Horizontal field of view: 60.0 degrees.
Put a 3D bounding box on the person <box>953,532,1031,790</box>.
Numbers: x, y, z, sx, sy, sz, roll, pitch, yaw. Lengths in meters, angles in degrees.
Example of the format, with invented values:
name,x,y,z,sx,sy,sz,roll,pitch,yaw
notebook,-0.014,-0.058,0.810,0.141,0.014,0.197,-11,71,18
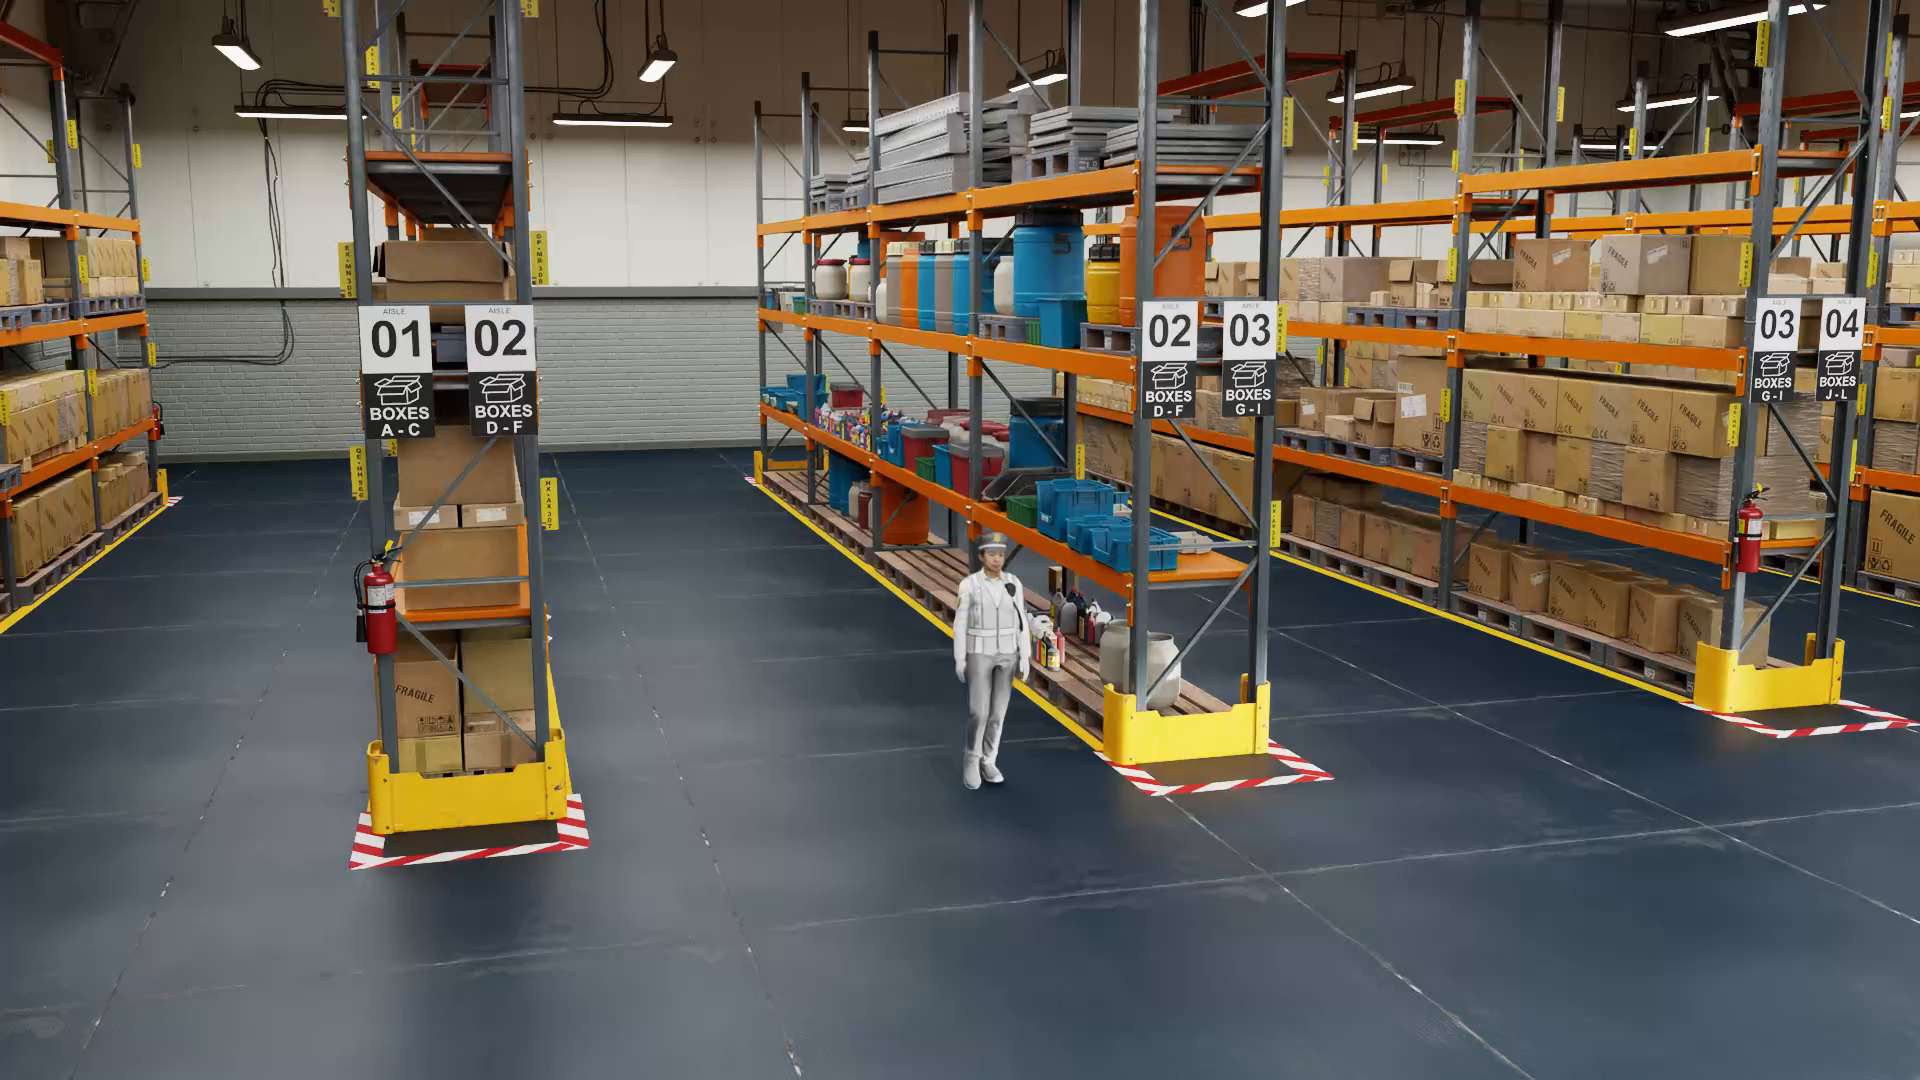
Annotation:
name,x,y,z,sx,sy,sz,roll,pitch,yaw
person,0.227,0.797,11.011,0.498,1.712,0.469,-3,10,-18
